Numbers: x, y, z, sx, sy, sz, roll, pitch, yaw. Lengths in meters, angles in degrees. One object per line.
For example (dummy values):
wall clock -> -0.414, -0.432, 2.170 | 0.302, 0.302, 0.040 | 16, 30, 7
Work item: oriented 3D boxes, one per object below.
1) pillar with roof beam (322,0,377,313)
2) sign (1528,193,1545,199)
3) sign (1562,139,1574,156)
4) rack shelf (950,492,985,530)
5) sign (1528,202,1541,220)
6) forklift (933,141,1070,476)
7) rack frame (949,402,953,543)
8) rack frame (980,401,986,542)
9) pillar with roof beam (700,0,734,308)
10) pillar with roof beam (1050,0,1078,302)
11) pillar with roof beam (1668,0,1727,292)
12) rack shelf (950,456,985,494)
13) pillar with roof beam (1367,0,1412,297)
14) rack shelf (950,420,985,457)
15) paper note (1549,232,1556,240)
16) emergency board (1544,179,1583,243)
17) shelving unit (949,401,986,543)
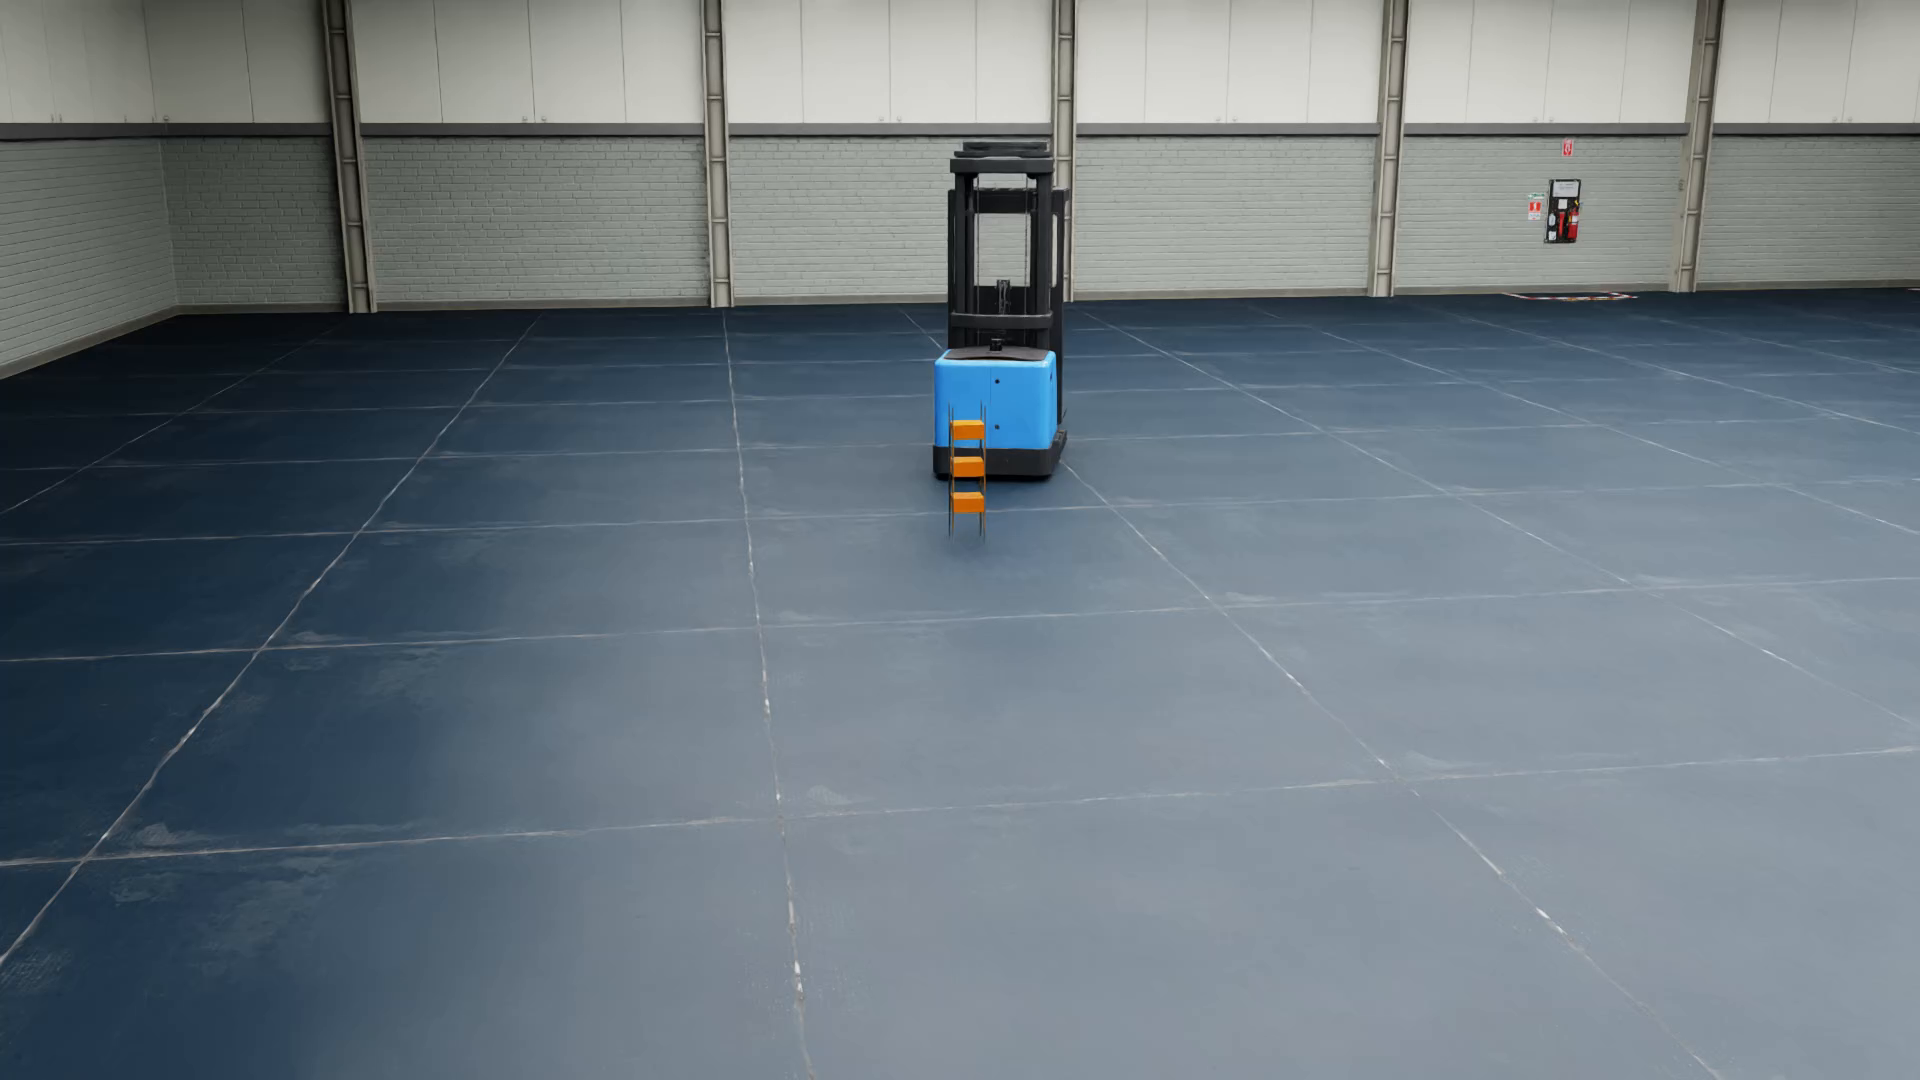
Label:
pillar with roof beam -> -9.419, -7.172, 22.820 | 0.400, 9.000, 9.100 | -2, 14, -8
sign -> 10.666, -6.364, 30.769 | 0.331, 0.109, 0.001 | -2, 14, -8
sign -> 11.199, -7.235, 30.639 | 0.199, 0.298, 0.001 | -2, 14, -8
rack shelf -> 0.053, -0.231, 12.672 | 0.240, 0.259, 0.215 | -2, 14, -8
sign -> 10.660, -6.109, 30.841 | 0.234, 0.329, 0.001 | -2, 14, -8
forklift -> 0.460, -2.298, 15.858 | 1.130, 2.935, 3.031 | 2, 14, 7
rack frame -> -0.068, -0.507, 12.584 | 0.008, 1.050, 0.200 | -2, 14, -8
rack frame -> 0.174, -0.516, 12.619 | 0.008, 1.050, 0.200 | -2, 14, -8
pillar with roof beam -> -3.486, -7.389, 23.687 | 0.400, 9.000, 9.100 | -2, 14, -8
pillar with roof beam -> 2.447, -7.607, 24.554 | 0.400, 9.000, 9.100 | -2, 14, -8
pillar with roof beam -> 14.313, -8.042, 26.288 | 0.400, 9.000, 9.100 | -2, 14, -8
rack shelf -> 0.053, -0.501, 12.604 | 0.240, 0.259, 0.215 | -2, 14, -8
pillar with roof beam -> 8.380, -7.824, 25.421 | 0.400, 9.000, 9.100 | -2, 14, -8
rack shelf -> 0.053, -0.776, 12.535 | 0.240, 0.259, 0.215 | -2, 14, -8
paper note -> 11.037, -5.670, 30.974 | 0.142, 0.148, 0.016 | -2, 14, -8
emergency board -> 11.222, -6.087, 30.826 | 0.643, 1.169, 0.194 | -2, 14, -8
shelving unit -> 0.053, -0.511, 12.602 | 0.252, 1.050, 0.215 | -2, 14, -8
